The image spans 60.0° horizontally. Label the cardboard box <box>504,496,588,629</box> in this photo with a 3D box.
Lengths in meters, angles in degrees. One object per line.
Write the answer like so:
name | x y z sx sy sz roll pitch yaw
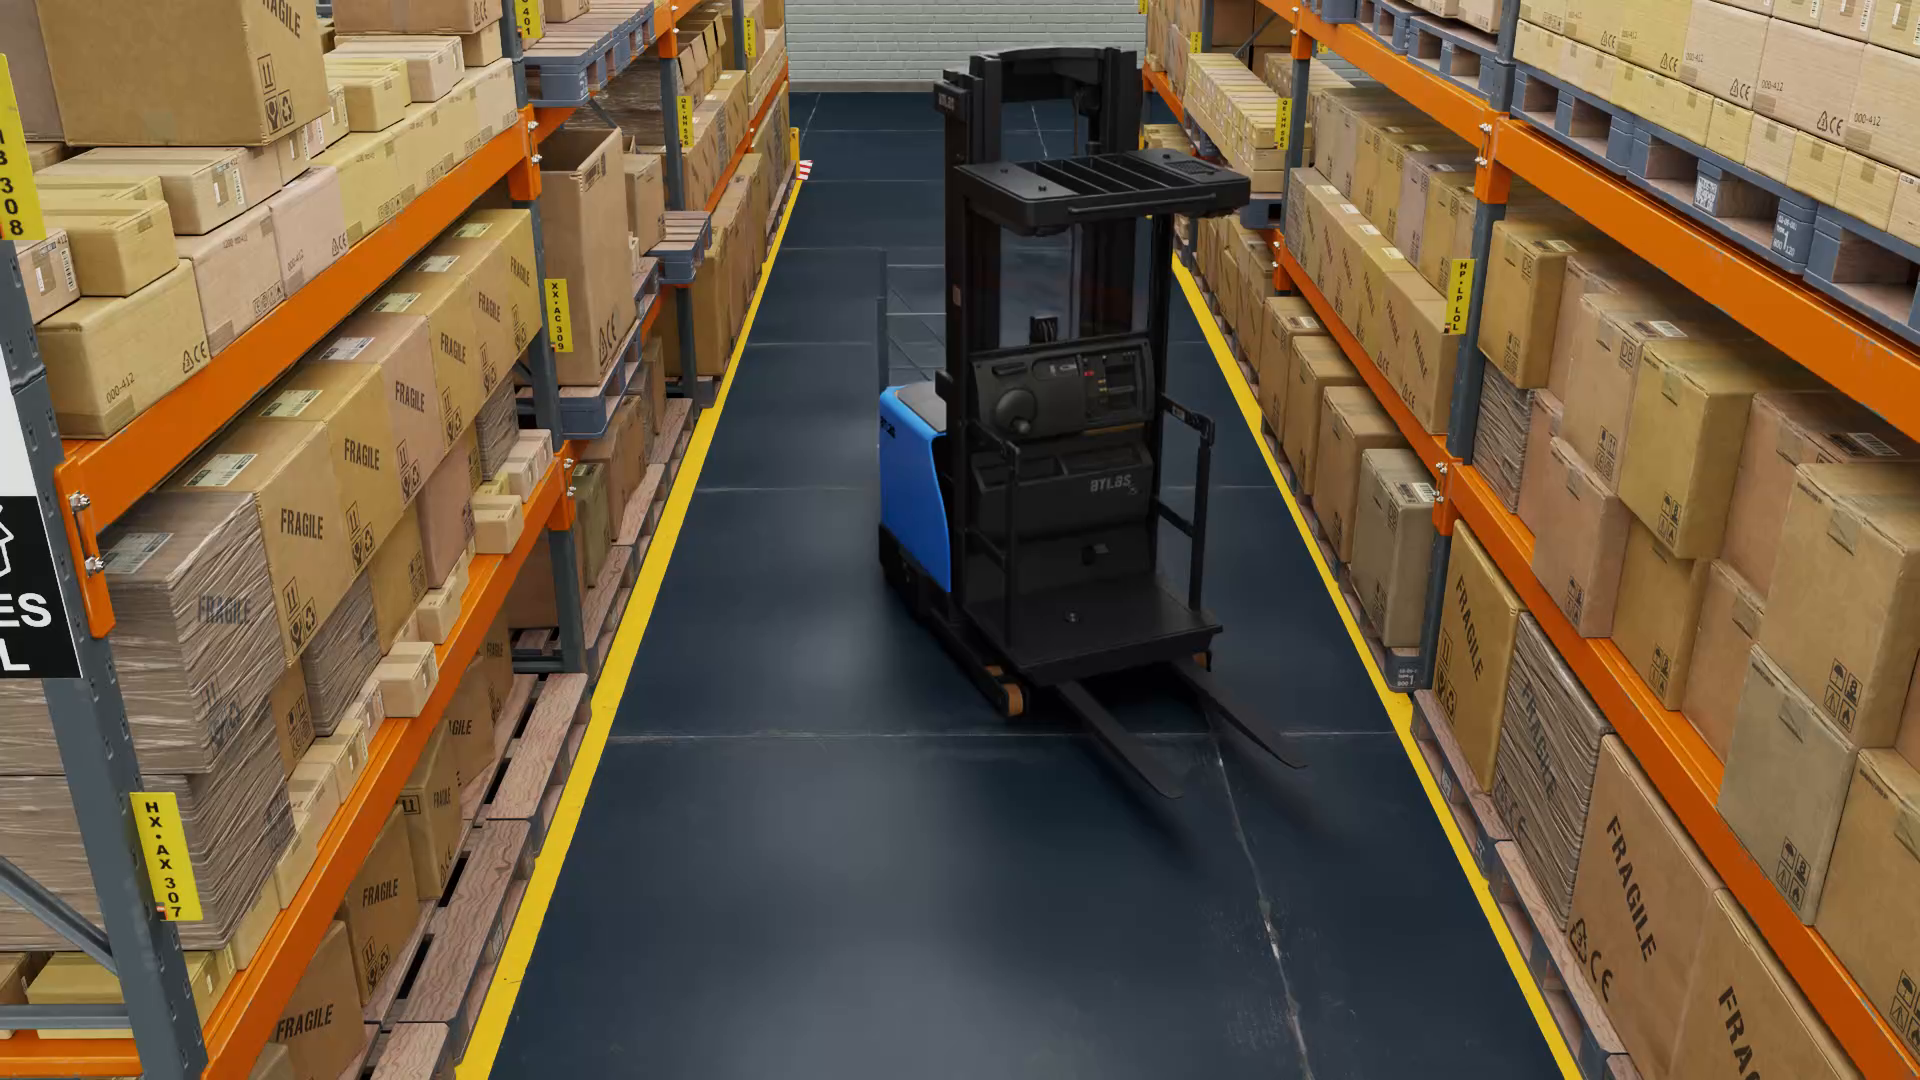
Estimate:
cardboard box | -2.271 0.114 8.358 0.700 0.500 0.500 -2 24 -5

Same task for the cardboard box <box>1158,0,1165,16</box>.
cardboard box | 2.279 -5.525 16.631 0.500 0.500 0.500 -1 24 -2

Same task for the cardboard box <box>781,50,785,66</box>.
cardboard box | -2.079 -5.150 17.801 0.380 0.149 0.250 0 24 0

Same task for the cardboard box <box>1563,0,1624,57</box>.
cardboard box | 2.408 -1.813 5.668 0.500 0.250 0.500 0 24 -1

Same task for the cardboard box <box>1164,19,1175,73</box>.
cardboard box | 2.309 -4.860 16.373 0.500 0.500 0.500 -1 24 -2

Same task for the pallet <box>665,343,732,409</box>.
pallet | -2.263 -1.275 12.312 1.003 0.211 1.213 0 24 -1

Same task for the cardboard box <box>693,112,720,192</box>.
cardboard box | -2.080 -2.891 12.380 0.500 0.500 0.500 -1 24 -2

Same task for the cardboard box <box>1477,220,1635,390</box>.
cardboard box | 2.645 -0.961 6.741 0.875 0.550 0.550 0 24 -1

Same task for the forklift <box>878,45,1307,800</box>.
forklift | 0.586 -0.694 7.727 1.130 2.935 3.031 -10 26 -21

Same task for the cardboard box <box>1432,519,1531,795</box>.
cardboard box | 2.612 0.484 7.109 0.875 0.875 0.875 0 24 0

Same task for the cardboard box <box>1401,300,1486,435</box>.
cardboard box | 2.402 -0.812 7.784 0.500 0.500 0.500 0 24 -1

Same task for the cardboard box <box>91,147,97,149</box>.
cardboard box | -2.564 -1.053 4.496 0.380 0.149 0.250 -1 24 -3

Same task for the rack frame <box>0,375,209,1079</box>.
rack frame | -2.242 1.077 3.730 1.000 3.000 0.127 0 24 -1

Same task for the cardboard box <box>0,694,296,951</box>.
cardboard box | -2.221 0.669 4.149 0.875 0.500 0.500 0 24 -1

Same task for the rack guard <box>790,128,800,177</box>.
rack guard | -2.417 -4.387 18.844 1.175 0.500 0.348 0 24 -1

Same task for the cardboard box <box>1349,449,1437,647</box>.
cardboard box | 2.578 0.026 8.273 1.050 0.750 0.750 0 24 -1

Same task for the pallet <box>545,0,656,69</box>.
pallet | -2.200 -2.535 8.303 1.213 0.211 1.003 0 24 -1

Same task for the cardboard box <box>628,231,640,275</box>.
cardboard box | -2.041 -1.664 9.443 0.396 0.266 0.258 -1 24 -2

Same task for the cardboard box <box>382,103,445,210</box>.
cardboard box | -2.013 -1.258 5.434 0.500 0.250 0.500 0 24 -1

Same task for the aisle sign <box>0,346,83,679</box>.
aisle sign | -1.941 -0.084 3.141 0.394 0.787 0.004 0 24 -1

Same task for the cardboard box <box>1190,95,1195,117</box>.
cardboard box | 2.141 -3.647 13.969 0.380 0.149 0.250 0 24 0

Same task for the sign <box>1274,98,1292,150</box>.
sign | 2.089 -2.686 10.739 0.100 0.325 0.005 0 24 -1

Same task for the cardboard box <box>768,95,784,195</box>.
cardboard box | -2.320 -4.101 17.247 0.875 0.875 0.875 0 24 -1

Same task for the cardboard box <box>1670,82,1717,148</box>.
cardboard box | 2.356 -1.263 4.937 0.380 0.149 0.250 0 24 0

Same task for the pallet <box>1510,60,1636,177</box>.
pallet | 2.674 -1.541 5.986 1.003 0.211 1.213 0 24 -1

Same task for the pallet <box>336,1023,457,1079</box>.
pallet | -2.216 1.981 5.114 1.003 0.211 1.213 0 24 -1

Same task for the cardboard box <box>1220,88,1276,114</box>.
cardboard box | 2.156 -3.281 12.438 0.380 0.149 0.250 1 24 2

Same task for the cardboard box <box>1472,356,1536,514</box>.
cardboard box | 2.691 -0.469 6.964 0.875 0.550 0.550 0 24 -1

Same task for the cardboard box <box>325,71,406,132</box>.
cardboard box | -1.974 -1.376 5.211 0.380 0.149 0.250 1 24 2

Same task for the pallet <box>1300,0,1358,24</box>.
pallet | 2.692 -3.216 9.810 1.213 0.211 1.003 1 24 2

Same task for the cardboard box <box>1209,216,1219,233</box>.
cardboard box | 2.340 -2.718 13.733 0.500 0.250 0.500 0 24 1

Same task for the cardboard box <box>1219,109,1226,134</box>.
cardboard box | 2.155 -3.146 12.500 0.380 0.149 0.250 0 24 1

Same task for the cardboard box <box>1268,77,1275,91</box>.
cardboard box | 2.794 -3.790 13.923 0.380 0.149 0.250 0 24 0

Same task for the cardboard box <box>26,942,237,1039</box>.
cardboard box | -2.007 1.072 4.044 0.380 0.149 0.250 0 24 -1

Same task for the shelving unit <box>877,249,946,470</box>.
shelving unit | -0.216 -0.848 9.805 0.538 1.500 1.048 -1 24 -2

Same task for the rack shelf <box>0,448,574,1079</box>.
rack shelf | -2.264 0.580 5.700 1.077 0.370 4.000 0 24 -1

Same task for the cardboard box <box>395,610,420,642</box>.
cardboard box | -2.062 0.352 5.638 0.380 0.149 0.250 0 24 -1

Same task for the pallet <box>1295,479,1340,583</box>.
pallet | 2.575 -0.103 9.723 1.003 0.211 1.213 0 24 -1

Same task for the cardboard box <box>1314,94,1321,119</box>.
cardboard box | 2.809 -3.172 12.197 0.380 0.149 0.250 1 24 2

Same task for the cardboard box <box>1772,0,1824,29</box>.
cardboard box | 2.362 -1.418 4.311 0.380 0.149 0.250 -1 24 -1

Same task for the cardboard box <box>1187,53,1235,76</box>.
cardboard box | 2.132 -4.032 14.099 0.380 0.149 0.250 1 24 2

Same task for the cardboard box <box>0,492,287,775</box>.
cardboard box | -1.976 0.212 3.946 0.500 0.500 0.500 0 24 -1

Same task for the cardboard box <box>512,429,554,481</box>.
cardboard box | -1.989 -0.370 7.233 0.380 0.149 0.250 0 24 -1

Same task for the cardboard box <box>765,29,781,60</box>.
cardboard box | -2.141 -5.176 17.376 0.500 0.250 0.500 -1 24 -1

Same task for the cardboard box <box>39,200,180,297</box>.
cardboard box | -1.920 -0.625 3.551 0.380 0.149 0.250 0 24 1

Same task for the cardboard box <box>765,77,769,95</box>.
cardboard box | -2.058 -4.411 16.168 0.380 0.149 0.250 0 24 0

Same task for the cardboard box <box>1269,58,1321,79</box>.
cardboard box | 2.791 -3.922 13.854 0.380 0.149 0.250 -1 24 -2

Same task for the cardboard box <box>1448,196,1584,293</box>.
cardboard box | 2.664 -1.258 7.557 0.700 0.500 0.500 -1 24 -1

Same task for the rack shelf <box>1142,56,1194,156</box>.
rack shelf | 2.566 -4.345 16.591 1.077 0.370 4.000 0 24 -1

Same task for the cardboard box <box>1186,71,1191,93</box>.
cardboard box | 2.132 -3.897 14.161 0.380 0.149 0.250 0 24 0

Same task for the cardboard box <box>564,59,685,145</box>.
cardboard box | -2.321 -3.024 11.457 0.797 0.503 0.637 1 24 1

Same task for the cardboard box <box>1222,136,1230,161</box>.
cardboard box | 2.159 -2.901 12.319 0.380 0.149 0.250 -1 24 -3

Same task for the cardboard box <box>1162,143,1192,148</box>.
cardboard box | 2.287 -4.010 17.203 0.380 0.149 0.250 1 24 2

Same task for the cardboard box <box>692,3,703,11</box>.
cardboard box | -2.647 -4.672 15.351 0.500 0.500 0.500 0 24 0
